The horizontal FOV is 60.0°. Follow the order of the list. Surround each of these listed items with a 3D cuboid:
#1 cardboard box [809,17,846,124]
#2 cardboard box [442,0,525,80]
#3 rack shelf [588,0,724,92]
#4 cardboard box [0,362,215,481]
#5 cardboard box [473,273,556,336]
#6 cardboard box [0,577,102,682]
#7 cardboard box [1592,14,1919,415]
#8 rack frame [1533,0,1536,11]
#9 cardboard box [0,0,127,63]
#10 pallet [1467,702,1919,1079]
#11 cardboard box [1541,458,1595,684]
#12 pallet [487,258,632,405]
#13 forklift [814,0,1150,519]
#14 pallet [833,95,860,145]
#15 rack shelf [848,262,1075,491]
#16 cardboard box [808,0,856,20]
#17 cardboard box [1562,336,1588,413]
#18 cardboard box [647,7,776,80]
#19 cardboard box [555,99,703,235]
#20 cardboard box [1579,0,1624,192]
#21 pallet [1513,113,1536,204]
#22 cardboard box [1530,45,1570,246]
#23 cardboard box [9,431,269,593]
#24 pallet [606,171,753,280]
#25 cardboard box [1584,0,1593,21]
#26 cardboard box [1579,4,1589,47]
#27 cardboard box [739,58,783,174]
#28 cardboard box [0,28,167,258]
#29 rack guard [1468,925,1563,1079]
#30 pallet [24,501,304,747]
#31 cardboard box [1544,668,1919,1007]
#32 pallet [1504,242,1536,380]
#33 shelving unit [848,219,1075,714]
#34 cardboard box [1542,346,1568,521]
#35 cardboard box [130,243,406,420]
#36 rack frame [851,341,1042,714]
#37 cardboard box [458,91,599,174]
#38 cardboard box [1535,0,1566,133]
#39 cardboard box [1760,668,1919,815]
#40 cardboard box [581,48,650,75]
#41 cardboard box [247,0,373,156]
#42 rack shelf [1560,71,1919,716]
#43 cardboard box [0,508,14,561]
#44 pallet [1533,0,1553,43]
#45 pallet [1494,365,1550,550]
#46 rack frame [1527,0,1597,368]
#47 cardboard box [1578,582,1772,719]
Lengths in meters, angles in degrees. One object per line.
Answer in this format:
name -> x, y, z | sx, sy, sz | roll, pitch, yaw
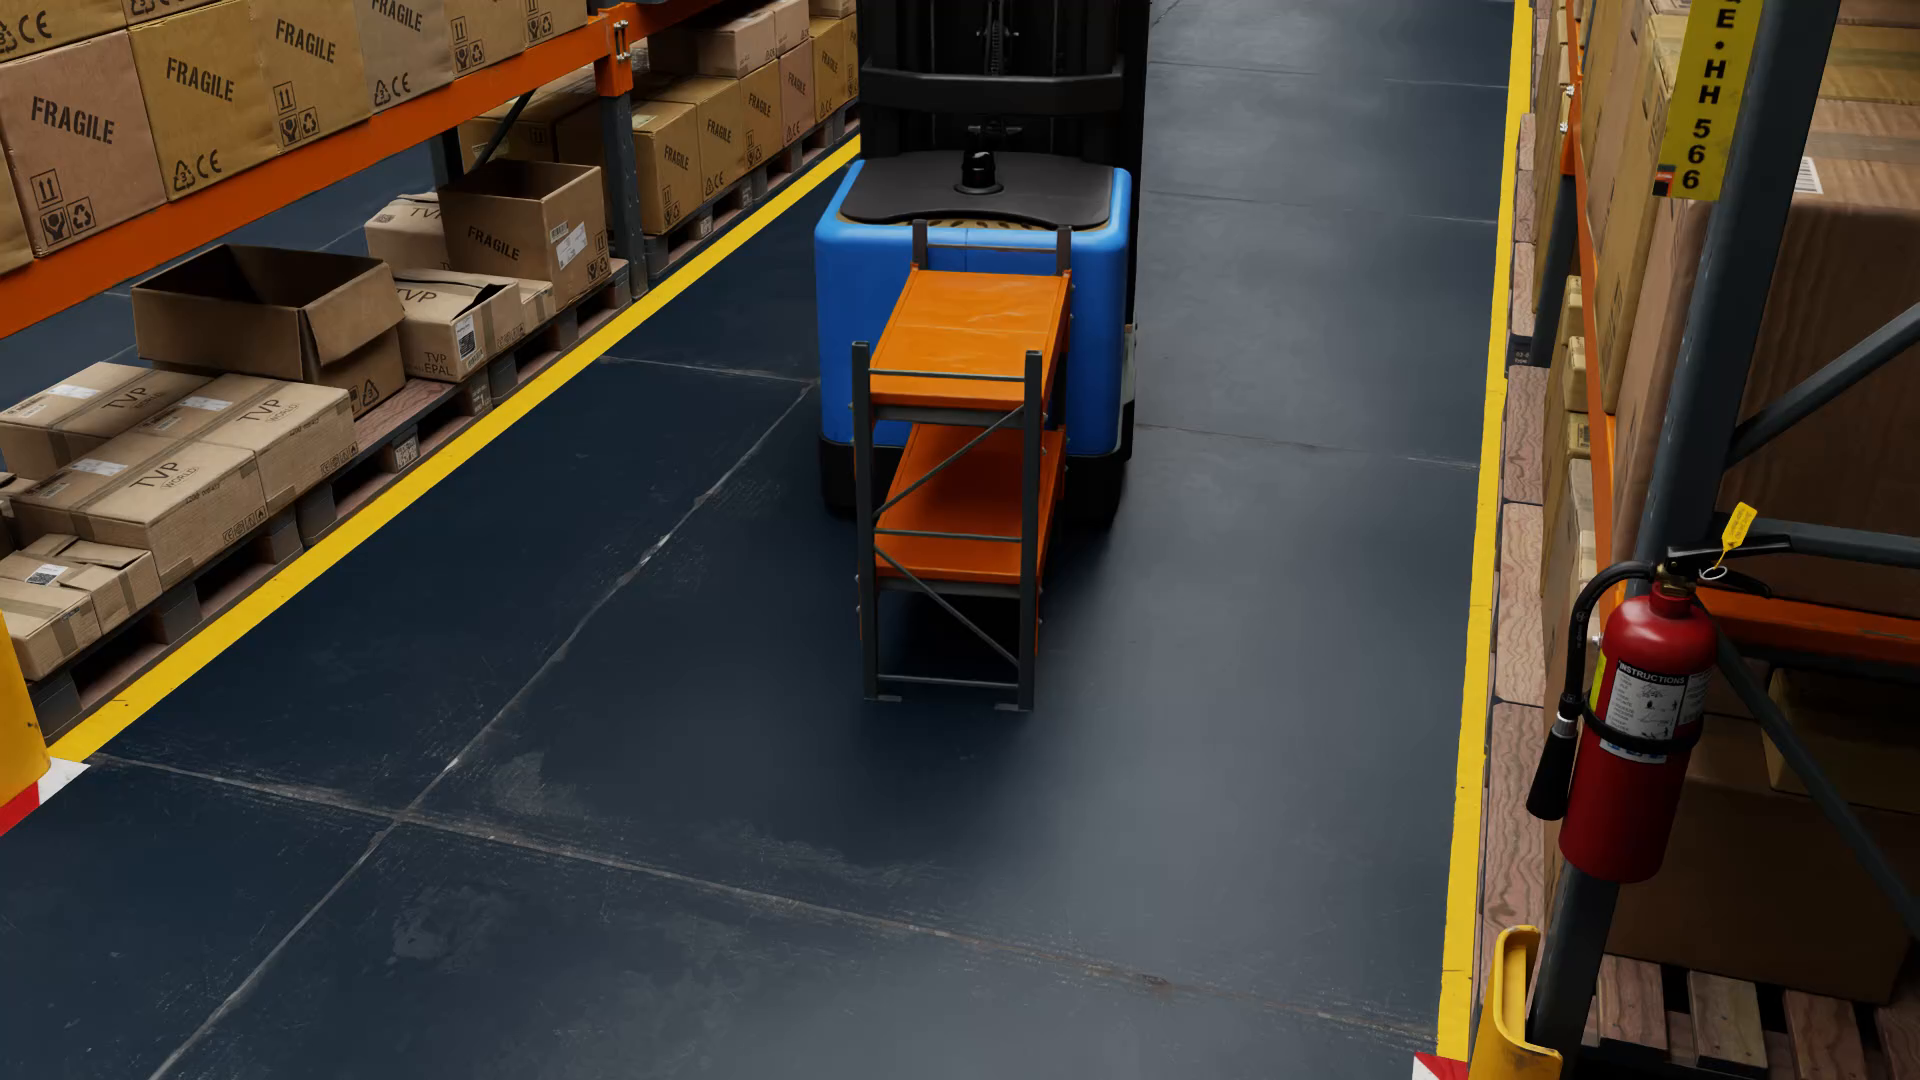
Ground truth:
cardboard box -> -0.992, -2.772, 9.766 | 0.500, 0.500, 0.500 | 7, 30, 13
cardboard box -> -2.015, -2.057, 6.259 | 0.500, 0.500, 0.500 | 9, 30, 16
rack shelf -> -1.377, -3.137, 9.043 | 1.077, 0.370, 4.000 | 8, 30, 15
cardboard box -> -2.906, -0.379, 5.721 | 0.500, 0.250, 0.500 | 8, 30, 15
cardboard box -> -1.913, -0.980, 6.906 | 0.380, 0.149, 0.250 | 8, 30, 15
cardboard box -> -2.686, 0.245, 4.704 | 0.380, 0.149, 0.250 | 8, 30, 15
cardboard box -> 1.942, -0.667, 3.555 | 0.980, 0.700, 0.700 | 8, 30, 14
rack frame -> 5.121, -5.534, 12.613 | 1.000, 3.000, 0.127 | 8, 30, 15
cardboard box -> -2.609, -1.556, 4.330 | 0.500, 0.500, 0.500 | 9, 30, 15
pallet -> 1.759, 0.878, 3.954 | 1.003, 0.211, 1.213 | 8, 30, 15
cardboard box -> 2.002, 0.145, 4.543 | 0.700, 0.500, 0.500 | 8, 30, 13
pallet -> -2.166, -0.984, 7.302 | 1.003, 0.211, 1.213 | 8, 30, 15
forklift -> 0.187, -2.043, 6.407 | 1.130, 2.935, 3.031 | 3, 29, 6
pallet -> -1.045, -2.820, 10.603 | 1.003, 0.211, 1.213 | 8, 30, 15
rack shelf -> 0.032, -0.510, 4.908 | 0.538, 0.278, 1.000 | 4, 29, 7
cardboard box -> -0.852, -3.313, 9.968 | 0.500, 0.250, 0.500 | 10, 31, 17
cardboard box -> 2.027, -0.483, 5.004 | 0.380, 0.149, 0.250 | 8, 30, 13
cardboard box -> -1.295, -2.604, 8.693 | 0.500, 0.250, 0.500 | 9, 30, 15
cardboard box -> -1.589, -1.812, 8.040 | 0.500, 0.500, 0.500 | 7, 30, 13
cardboard box -> 2.379, -1.360, 4.800 | 0.980, 0.700, 0.700 | 8, 30, 14
pallet -> 3.643, -2.101, 9.310 | 1.003, 0.211, 1.213 | 8, 30, 15
cardboard box -> 3.097, -1.795, 7.670 | 0.750, 0.750, 0.750 | 9, 30, 16
cardboard box -> -2.560, -0.098, 5.217 | 0.500, 0.250, 0.500 | 8, 30, 15
pallet -> -1.761, -1.687, 8.565 | 1.003, 0.211, 1.213 | 8, 30, 15
cardboard box -> 2.667, -2.250, 6.279 | 0.500, 0.500, 0.500 | 8, 30, 14
cardboard box -> 2.653, -2.034, 6.558 | 0.380, 0.149, 0.250 | 9, 30, 16
cardboard box -> -1.289, -2.292, 8.904 | 0.500, 0.500, 0.500 | 9, 30, 15
cardboard box -> -2.609, -1.116, 4.567 | 0.500, 0.500, 0.500 | 8, 30, 14
rack guard -> 1.592, 1.146, 3.176 | 1.175, 0.500, 0.348 | 8, 30, 15
pallet -> -2.882, 0.150, 5.264 | 1.003, 0.211, 1.213 | 8, 30, 15
cardboard box -> 1.709, 0.612, 3.704 | 0.700, 0.500, 0.500 | 8, 30, 15
pallet -> 2.927, -0.967, 7.272 | 1.003, 0.211, 1.213 | 8, 30, 15
shelving unit -> 0.032, -0.255, 5.051 | 0.538, 1.125, 1.048 | 4, 29, 7
cardboard box -> 2.305, -0.342, 5.418 | 0.700, 0.500, 0.500 | 8, 30, 14
cardboard box -> -2.510, -0.749, 6.127 | 0.797, 0.503, 0.637 | 8, 30, 15
rack frame -> -0.035, -0.010, 4.610 | 0.500, 1.125, 0.032 | 4, 29, 7
cardboard box -> -2.093, -1.892, 8.184 | 0.500, 0.500, 0.500 | 8, 30, 15
cardboard box -> 3.606, -2.597, 9.111 | 0.750, 0.750, 0.750 | 8, 30, 14
cardboard box -> 1.863, 0.415, 3.391 | 0.380, 0.149, 0.250 | 9, 30, 15
cardboard box -> -1.792, -2.353, 9.014 | 0.500, 0.500, 0.500 | 9, 30, 15
cardboard box -> -2.311, -1.581, 5.403 | 0.500, 0.500, 0.500 | 9, 30, 16
rack shelf -> 2.186, -0.573, 4.434 | 1.077, 0.370, 4.000 | 8, 30, 15
cardboard box -> -3.214, -0.051, 4.874 | 0.500, 0.500, 0.500 | 8, 30, 15
pallet -> 4.894, -3.954, 12.640 | 1.003, 0.211, 1.213 | 8, 30, 15
pallet -> 2.475, -0.256, 5.993 | 1.003, 0.211, 1.213 | 8, 30, 15
rack frame -> 2.773, -1.817, 5.930 | 1.000, 3.000, 0.127 | 8, 30, 15
cardboard box -> 1.572, 0.242, 3.701 | 0.380, 0.149, 0.250 | 8, 30, 14
